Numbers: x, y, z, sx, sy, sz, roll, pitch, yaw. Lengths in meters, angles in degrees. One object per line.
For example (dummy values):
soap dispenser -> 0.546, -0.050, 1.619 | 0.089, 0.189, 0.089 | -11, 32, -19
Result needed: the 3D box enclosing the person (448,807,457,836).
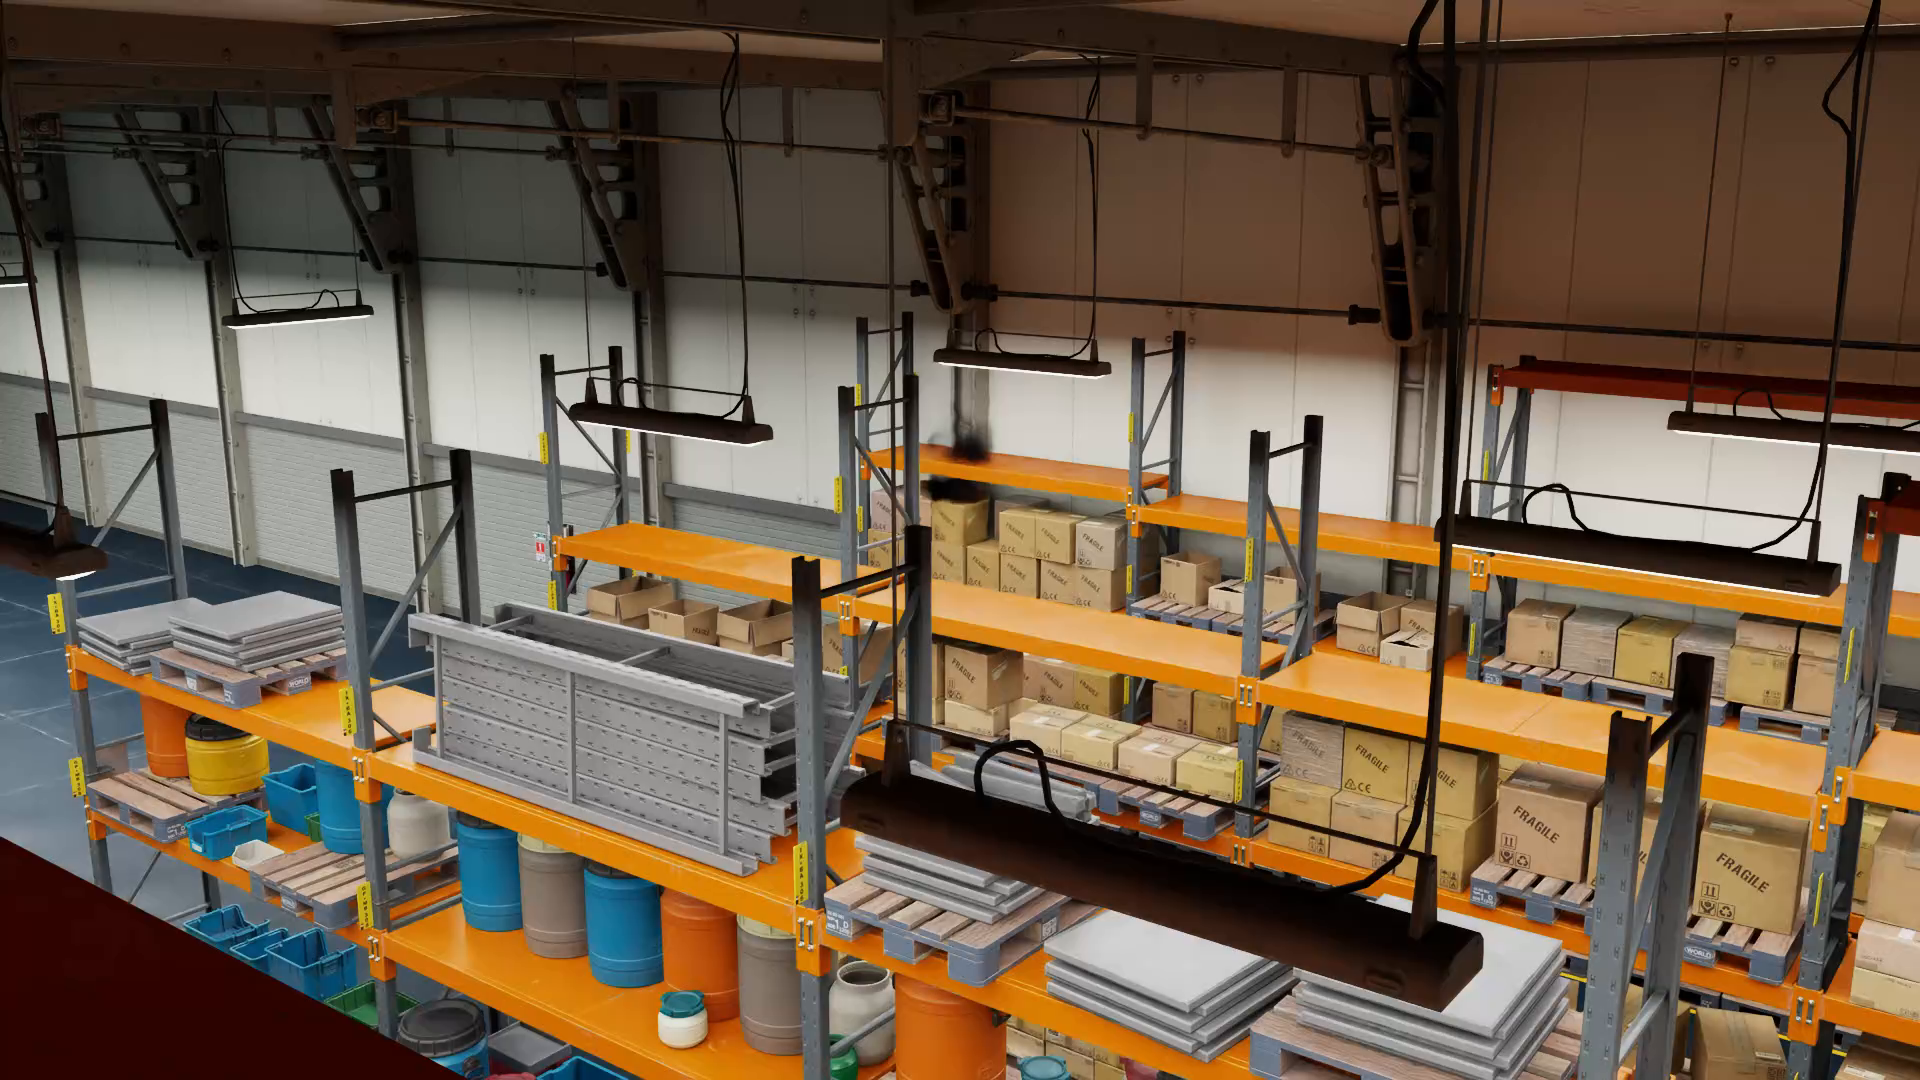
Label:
person -> -5.908, 2.905, 18.887 | 0.915, 1.802, 0.617 | -8, 15, -31
